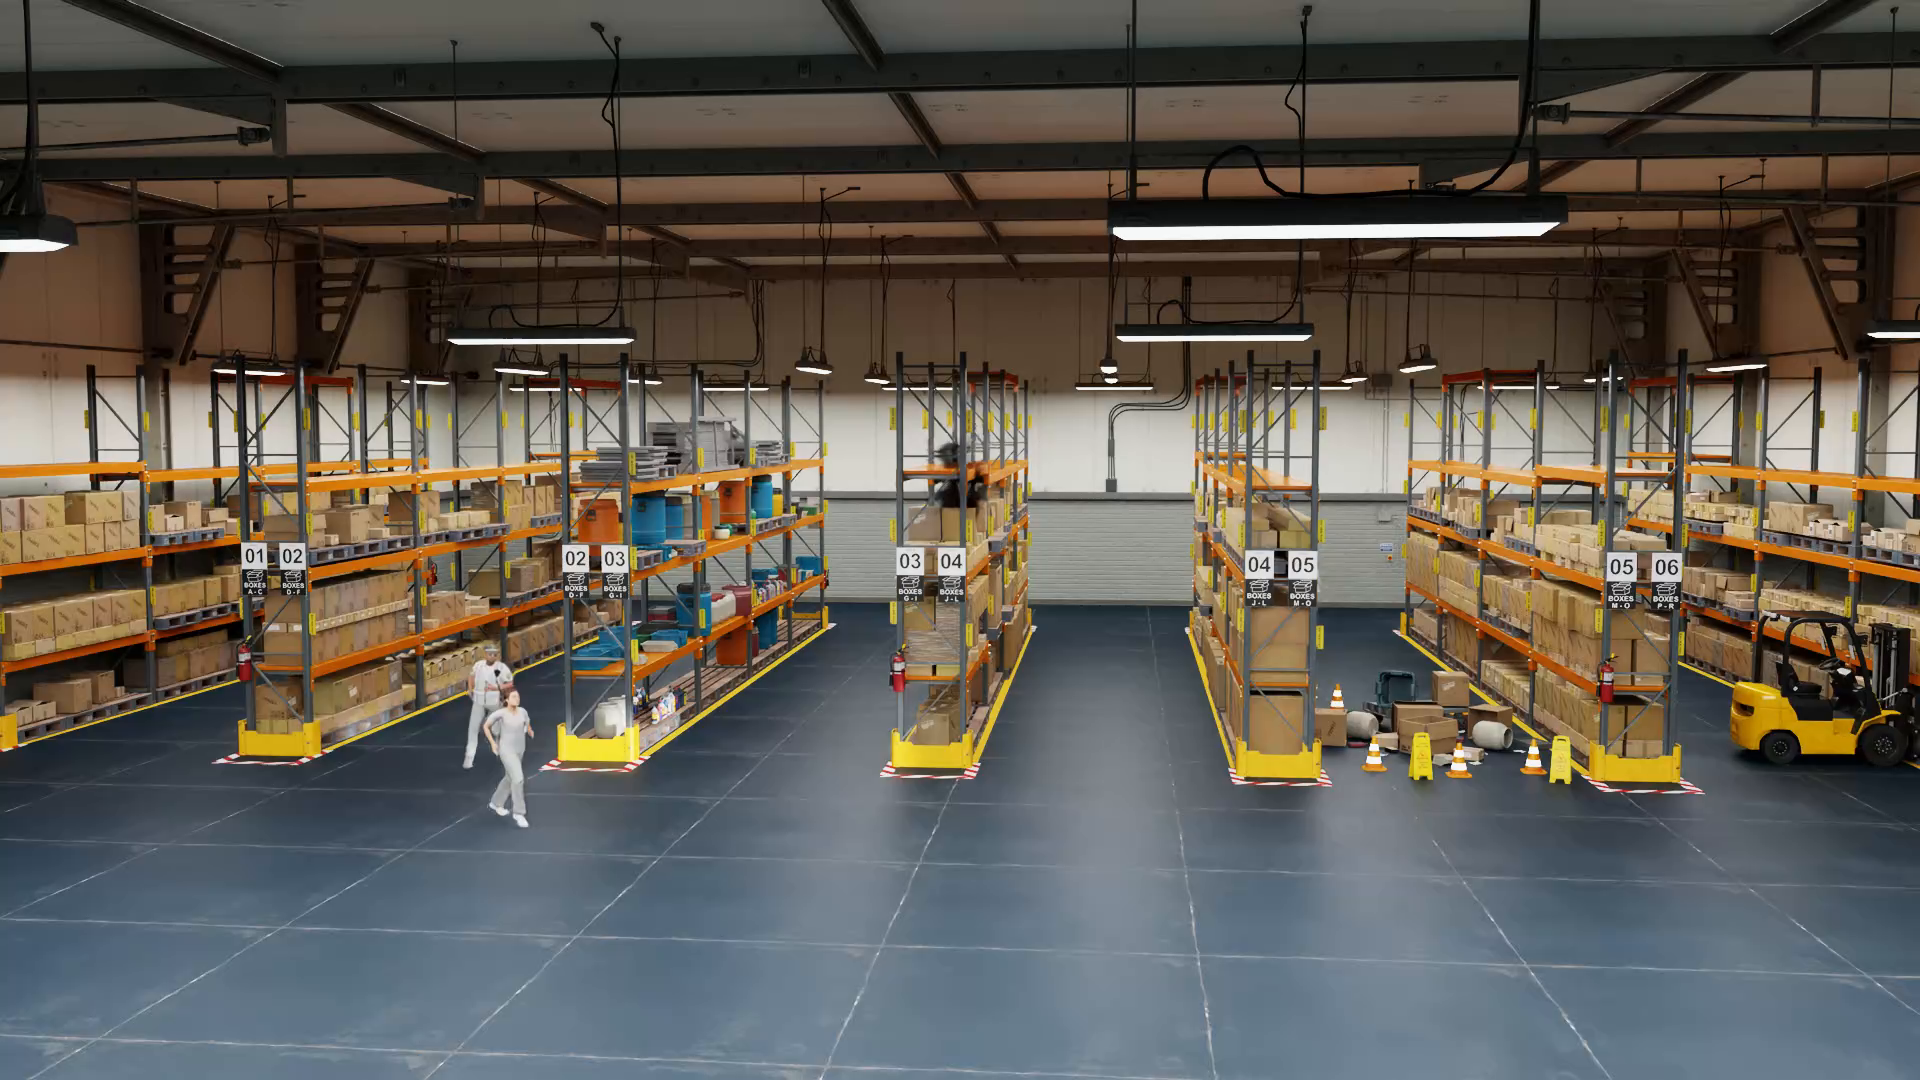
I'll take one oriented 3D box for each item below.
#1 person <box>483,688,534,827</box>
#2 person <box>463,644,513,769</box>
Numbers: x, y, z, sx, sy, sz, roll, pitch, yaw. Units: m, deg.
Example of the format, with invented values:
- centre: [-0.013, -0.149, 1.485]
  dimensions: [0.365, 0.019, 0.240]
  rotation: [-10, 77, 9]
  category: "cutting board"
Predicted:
- centre: [-5.627, 2.695, 20.820]
  dimensions: [0.796, 1.713, 0.554]
  rotation: [3, 5, 32]
  category: "person"
- centre: [-6.915, 2.404, 24.459]
  dimensions: [0.680, 1.771, 0.946]
  rotation: [0, 4, -6]
  category: "person"
